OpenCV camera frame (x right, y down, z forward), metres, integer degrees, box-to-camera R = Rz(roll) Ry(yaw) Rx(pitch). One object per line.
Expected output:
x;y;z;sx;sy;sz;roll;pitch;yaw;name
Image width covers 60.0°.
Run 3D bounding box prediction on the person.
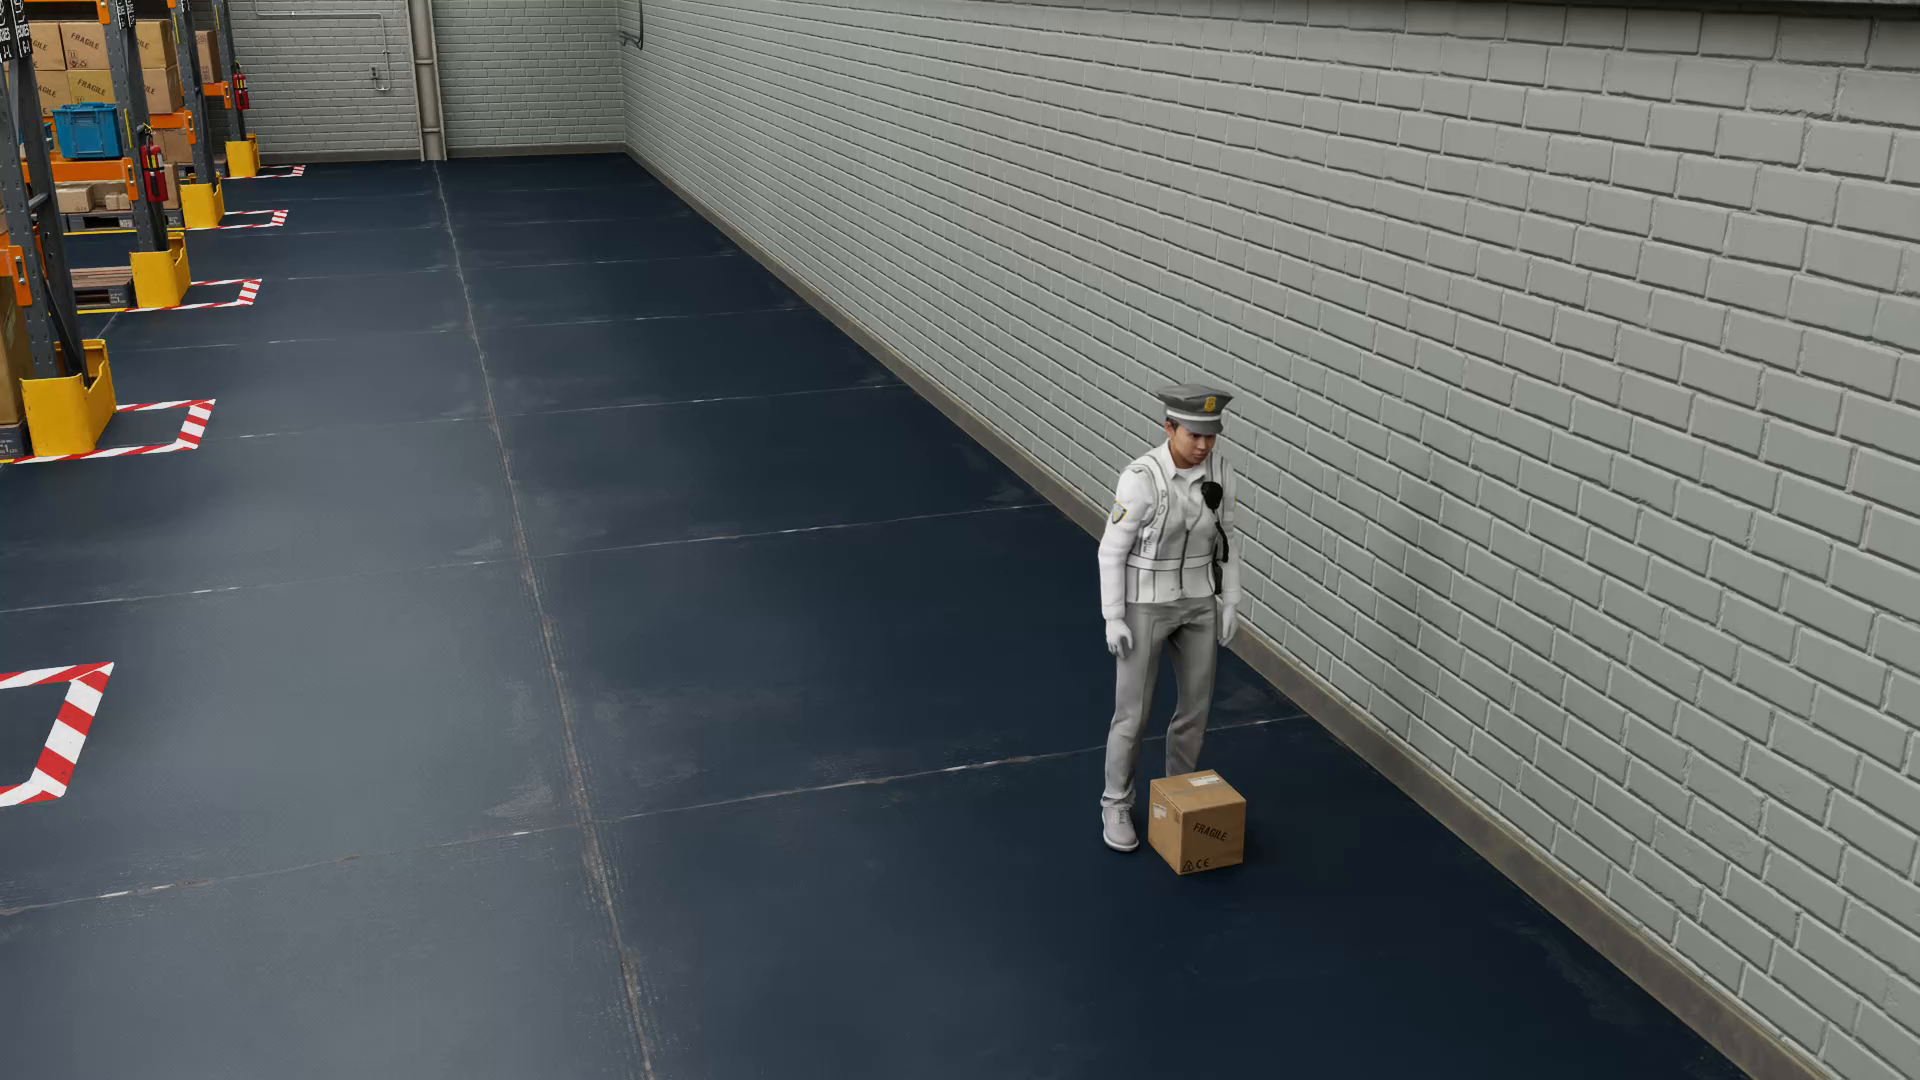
0.742;0.255;5.837;0.530;1.663;0.377;-6;20;-18;person
